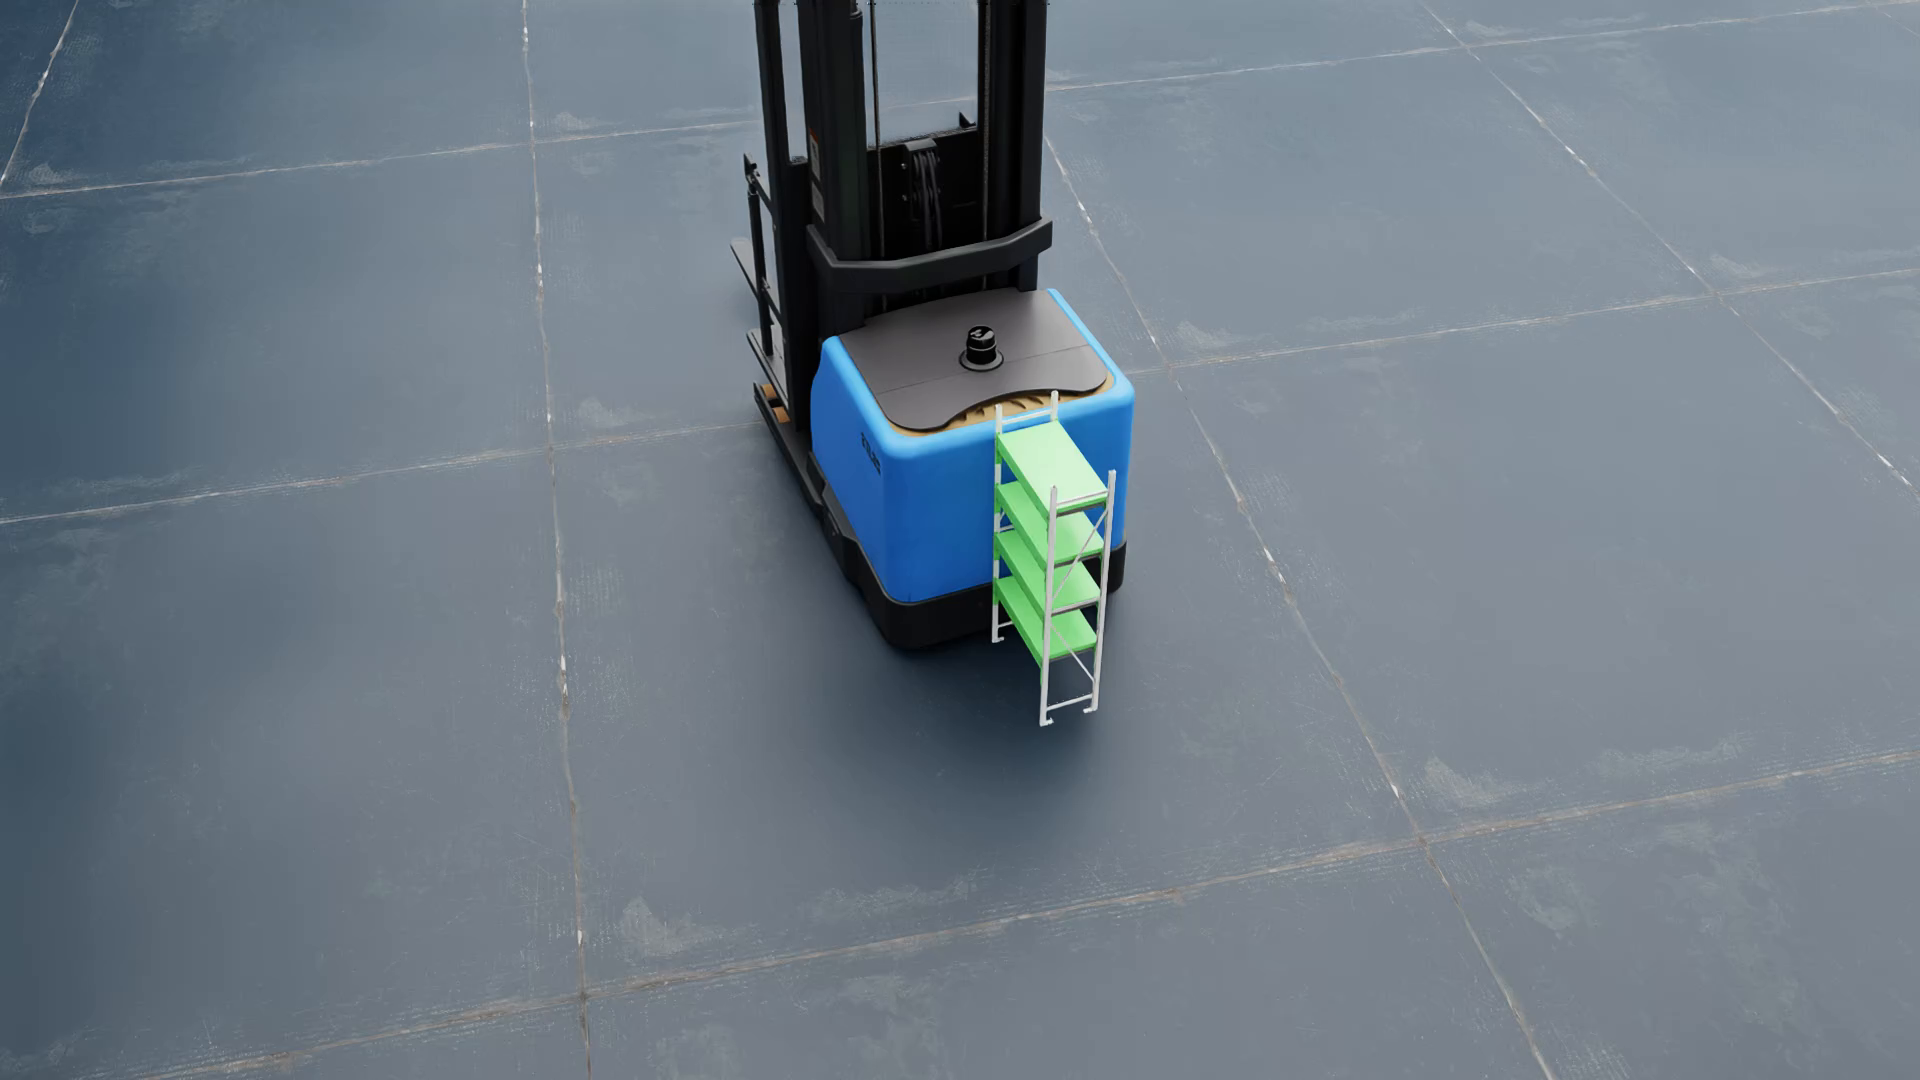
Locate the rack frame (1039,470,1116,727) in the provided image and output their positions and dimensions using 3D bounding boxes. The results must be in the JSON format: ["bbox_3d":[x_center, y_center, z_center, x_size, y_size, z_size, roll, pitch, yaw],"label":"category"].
[{"bbox_3d":[0.422,0.241,6.075,0.240,1.200,0.015,-15,44,-16],"label":"rack frame"}]

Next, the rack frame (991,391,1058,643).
[{"bbox_3d":[0.243,-0.061,6.415,0.240,1.200,0.015,-15,44,-16],"label":"rack frame"}]

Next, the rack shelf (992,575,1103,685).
[{"bbox_3d":[0.332,0.317,6.447,0.258,0.148,0.480,-15,44,-16],"label":"rack shelf"}]

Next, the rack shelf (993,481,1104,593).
[{"bbox_3d":[0.332,-0.042,6.128,0.258,0.148,0.480,-15,44,-16],"label":"rack shelf"}]

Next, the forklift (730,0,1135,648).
[{"bbox_3d":[-0.329,-1.650,6.901,1.130,2.935,3.031,-15,44,-16],"label":"forklift"}]

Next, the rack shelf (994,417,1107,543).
[{"bbox_3d":[0.332,-0.221,5.969,0.258,0.148,0.480,-15,44,-16],"label":"rack shelf"}]

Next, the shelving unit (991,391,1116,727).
[{"bbox_3d":[0.332,0.090,6.245,0.258,1.200,0.503,-15,44,-16],"label":"shelving unit"}]

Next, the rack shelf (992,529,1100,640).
[{"bbox_3d":[0.332,0.138,6.287,0.258,0.148,0.480,-15,44,-16],"label":"rack shelf"}]
